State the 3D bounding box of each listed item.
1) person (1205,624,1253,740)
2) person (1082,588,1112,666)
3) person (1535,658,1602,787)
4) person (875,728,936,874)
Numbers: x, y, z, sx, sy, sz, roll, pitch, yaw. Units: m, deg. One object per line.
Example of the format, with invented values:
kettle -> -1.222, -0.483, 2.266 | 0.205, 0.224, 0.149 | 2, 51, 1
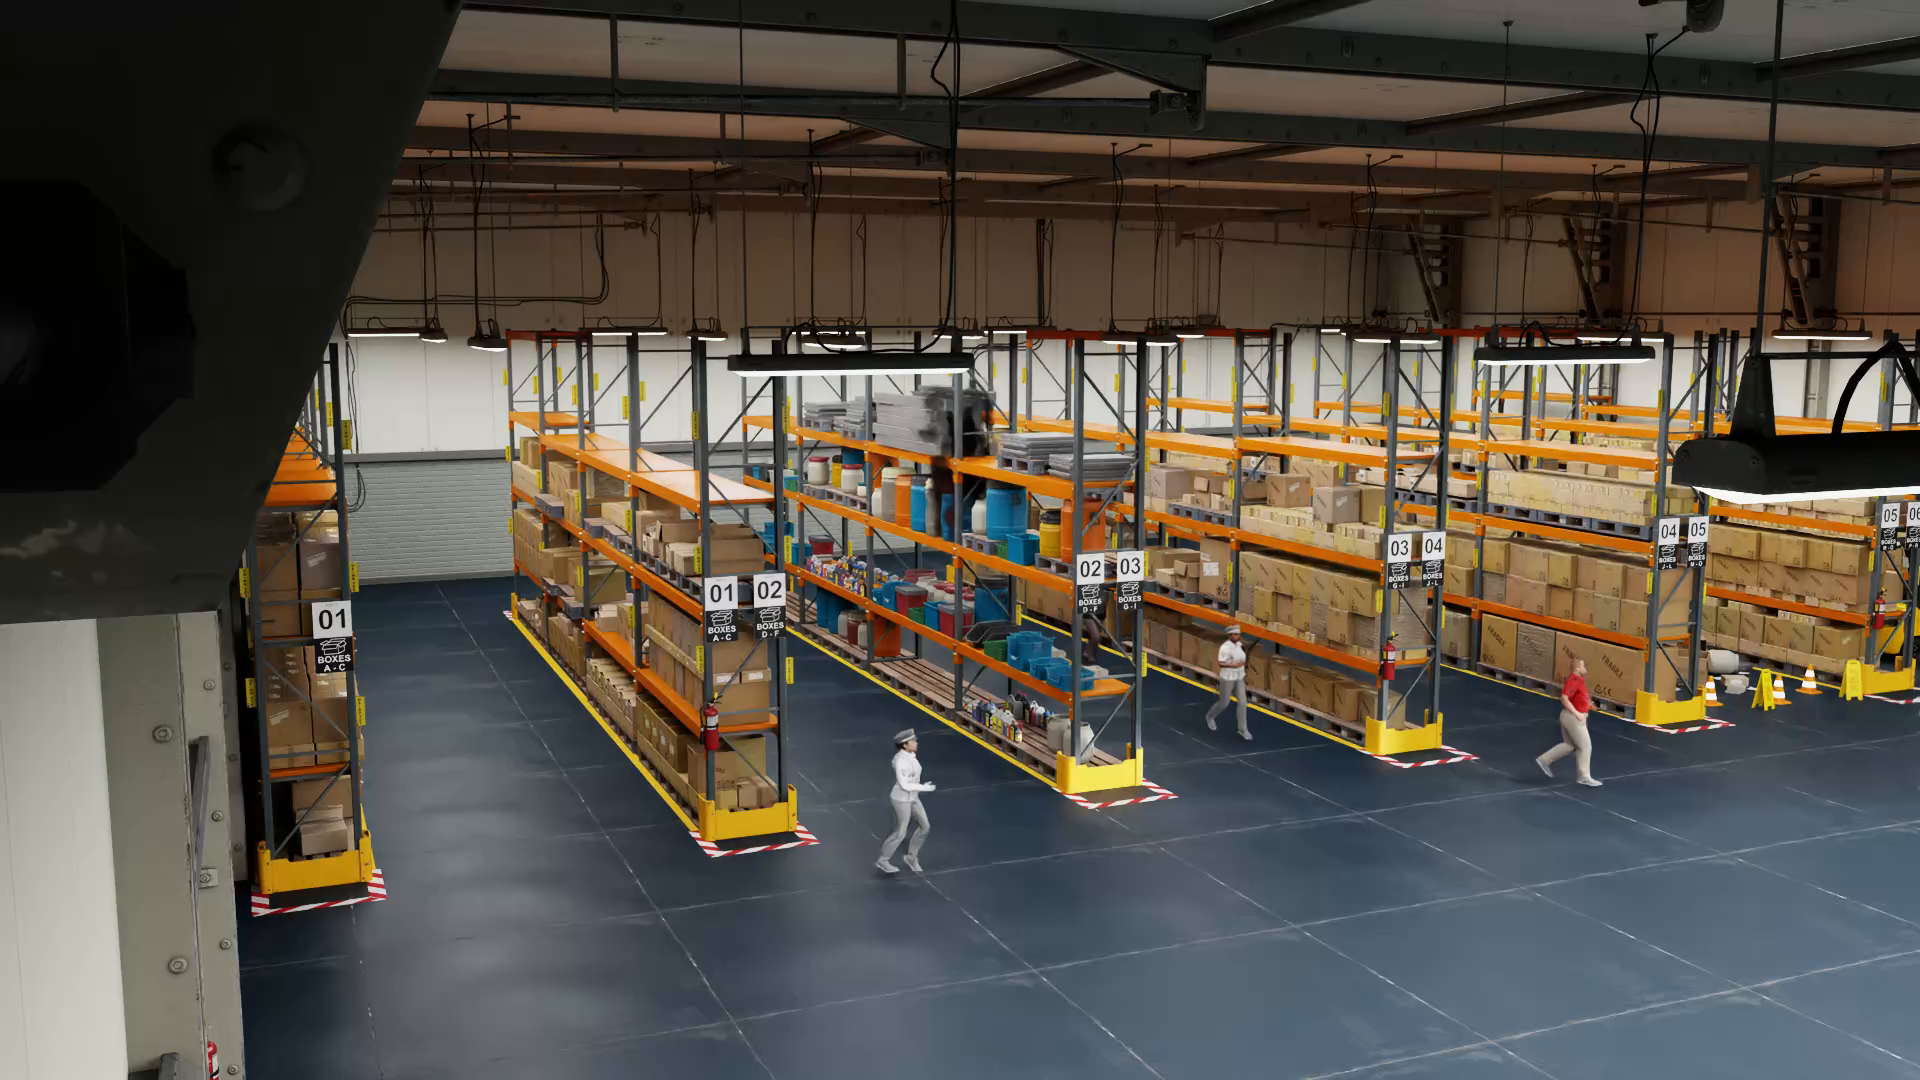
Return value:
person -> 4.056, 2.087, 24.933 | 0.604, 1.703, 0.900 | -6, 10, -35
person -> 2.428, 1.456, 29.776 | 0.625, 1.787, 0.763 | -3, 8, -23
person -> 8.238, 2.442, 22.408 | 0.857, 1.717, 0.686 | 2, 8, 13
person -> -0.600, 2.965, 18.795 | 0.705, 1.736, 0.630 | 2, 8, 14
